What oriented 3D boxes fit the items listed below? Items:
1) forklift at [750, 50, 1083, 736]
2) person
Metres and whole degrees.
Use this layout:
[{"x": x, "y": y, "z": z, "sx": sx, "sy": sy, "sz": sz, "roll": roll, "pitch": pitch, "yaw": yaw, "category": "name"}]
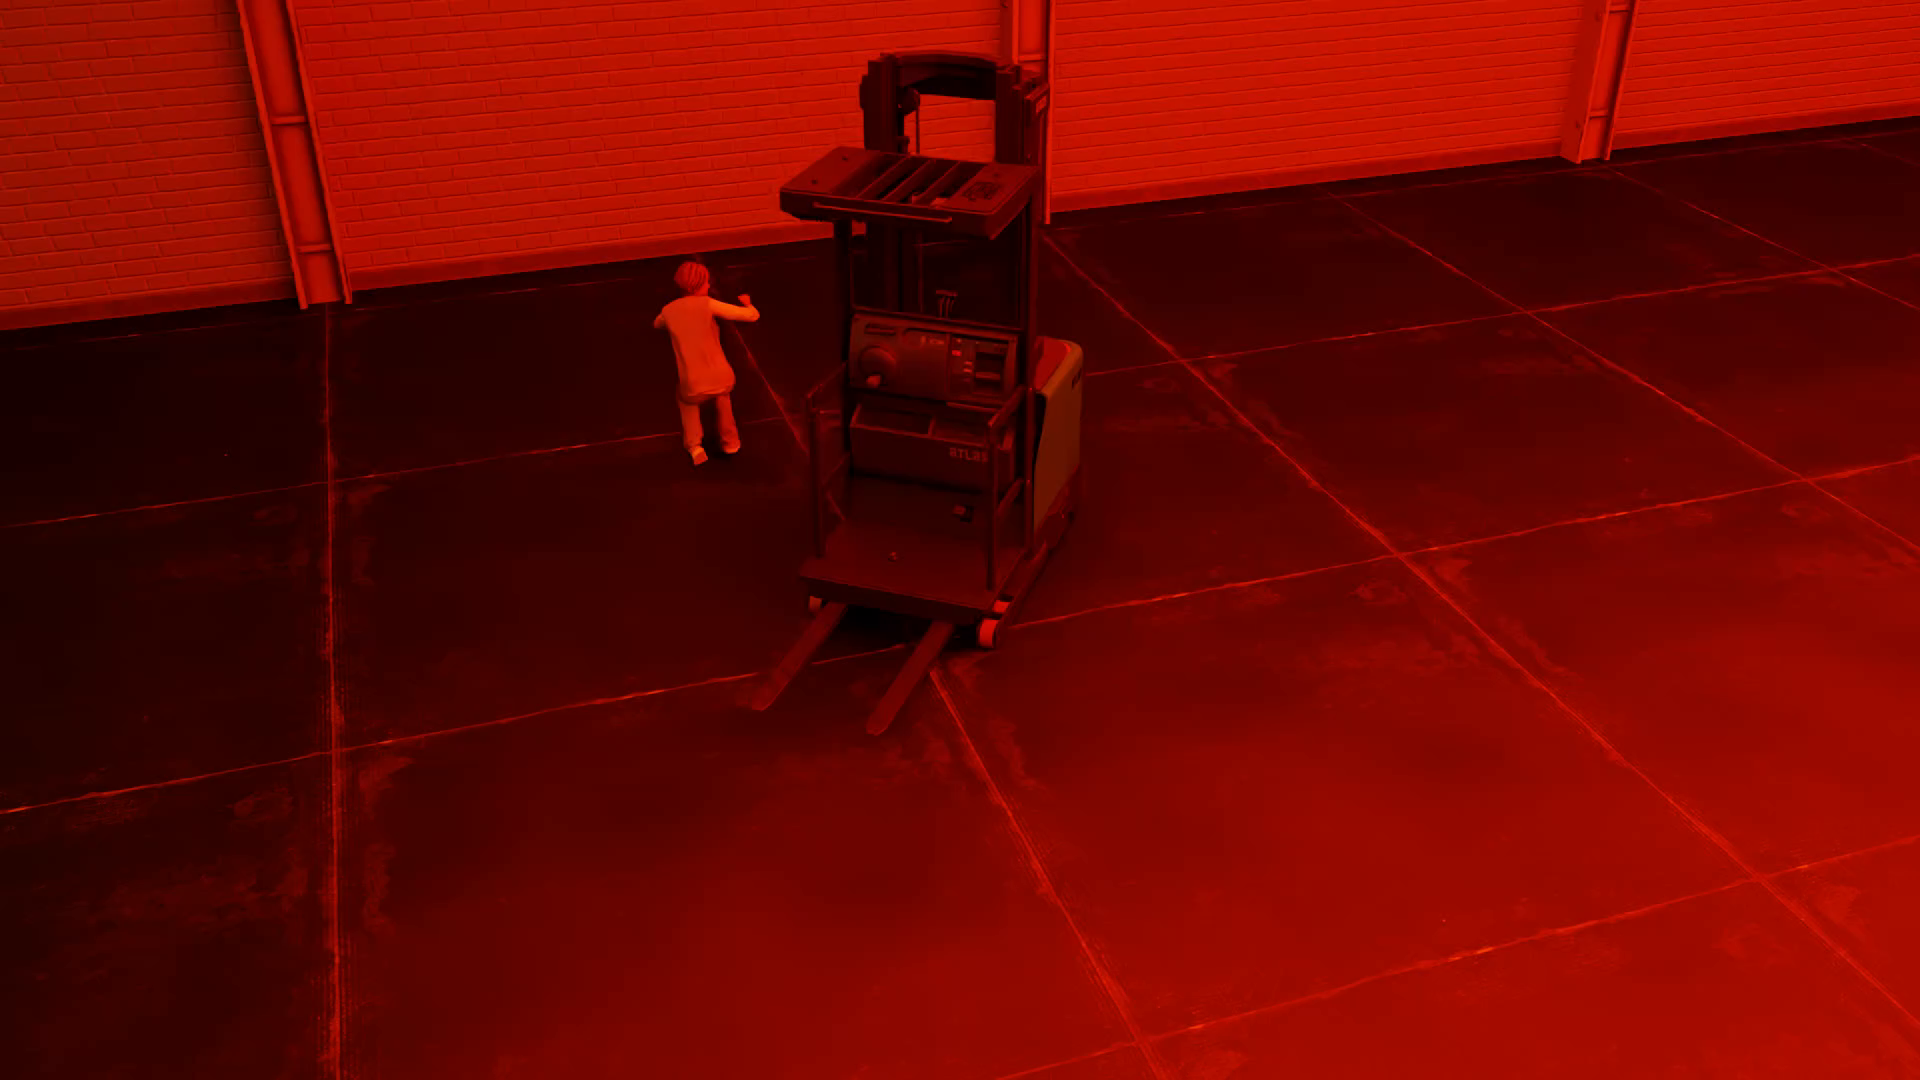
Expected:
[{"x": -0.215, "y": -0.909, "z": 8.667, "sx": 1.130, "sy": 2.935, "sz": 3.031, "roll": 10, "pitch": 31, "yaw": 17, "category": "forklift"}, {"x": -1.625, "y": -1.177, "z": 10.744, "sx": 0.680, "sy": 1.331, "sz": 0.882, "roll": -4, "pitch": 30, "yaw": -7, "category": "person"}]
